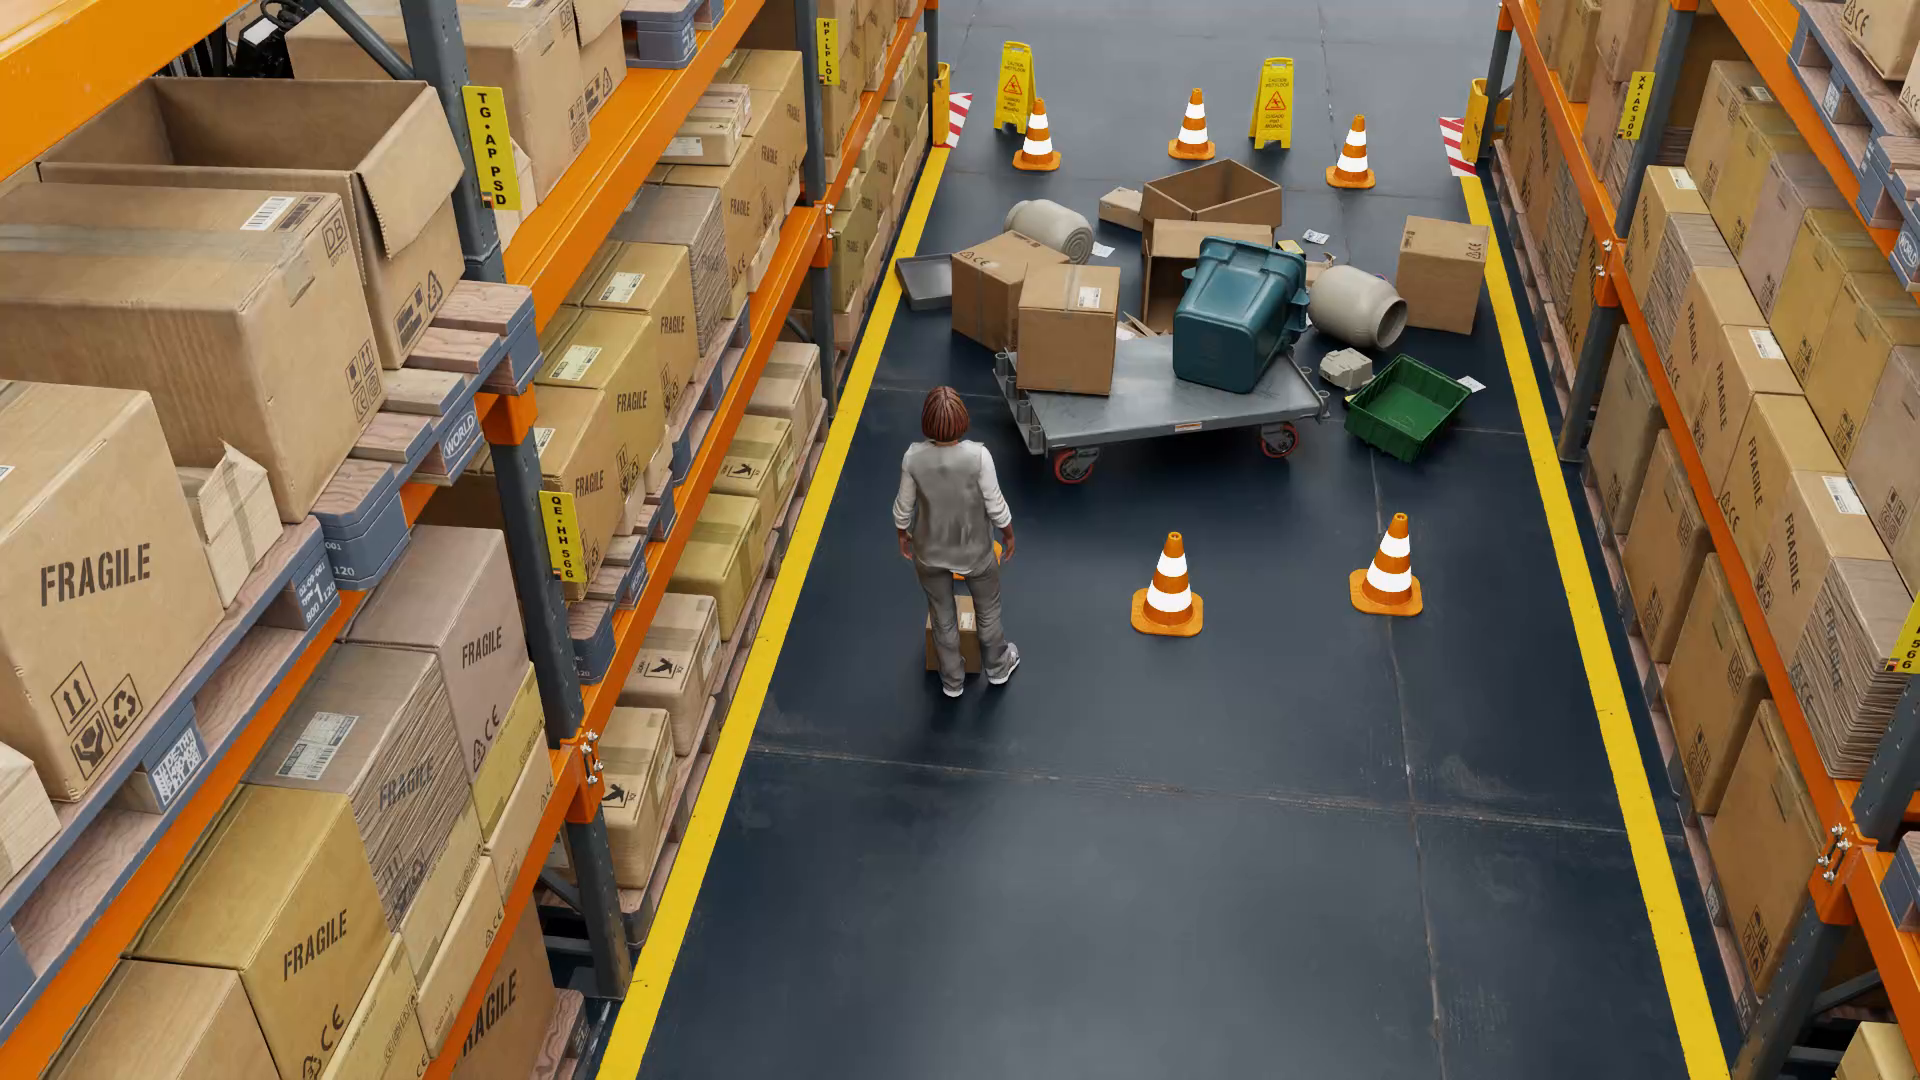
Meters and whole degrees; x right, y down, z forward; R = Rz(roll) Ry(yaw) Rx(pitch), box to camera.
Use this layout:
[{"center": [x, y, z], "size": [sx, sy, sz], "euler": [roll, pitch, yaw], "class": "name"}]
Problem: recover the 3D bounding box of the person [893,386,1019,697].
[{"center": [-0.006, -0.007, 7.039], "size": [0.520, 1.600, 0.472], "euler": [4, 37, 6], "class": "person"}]
